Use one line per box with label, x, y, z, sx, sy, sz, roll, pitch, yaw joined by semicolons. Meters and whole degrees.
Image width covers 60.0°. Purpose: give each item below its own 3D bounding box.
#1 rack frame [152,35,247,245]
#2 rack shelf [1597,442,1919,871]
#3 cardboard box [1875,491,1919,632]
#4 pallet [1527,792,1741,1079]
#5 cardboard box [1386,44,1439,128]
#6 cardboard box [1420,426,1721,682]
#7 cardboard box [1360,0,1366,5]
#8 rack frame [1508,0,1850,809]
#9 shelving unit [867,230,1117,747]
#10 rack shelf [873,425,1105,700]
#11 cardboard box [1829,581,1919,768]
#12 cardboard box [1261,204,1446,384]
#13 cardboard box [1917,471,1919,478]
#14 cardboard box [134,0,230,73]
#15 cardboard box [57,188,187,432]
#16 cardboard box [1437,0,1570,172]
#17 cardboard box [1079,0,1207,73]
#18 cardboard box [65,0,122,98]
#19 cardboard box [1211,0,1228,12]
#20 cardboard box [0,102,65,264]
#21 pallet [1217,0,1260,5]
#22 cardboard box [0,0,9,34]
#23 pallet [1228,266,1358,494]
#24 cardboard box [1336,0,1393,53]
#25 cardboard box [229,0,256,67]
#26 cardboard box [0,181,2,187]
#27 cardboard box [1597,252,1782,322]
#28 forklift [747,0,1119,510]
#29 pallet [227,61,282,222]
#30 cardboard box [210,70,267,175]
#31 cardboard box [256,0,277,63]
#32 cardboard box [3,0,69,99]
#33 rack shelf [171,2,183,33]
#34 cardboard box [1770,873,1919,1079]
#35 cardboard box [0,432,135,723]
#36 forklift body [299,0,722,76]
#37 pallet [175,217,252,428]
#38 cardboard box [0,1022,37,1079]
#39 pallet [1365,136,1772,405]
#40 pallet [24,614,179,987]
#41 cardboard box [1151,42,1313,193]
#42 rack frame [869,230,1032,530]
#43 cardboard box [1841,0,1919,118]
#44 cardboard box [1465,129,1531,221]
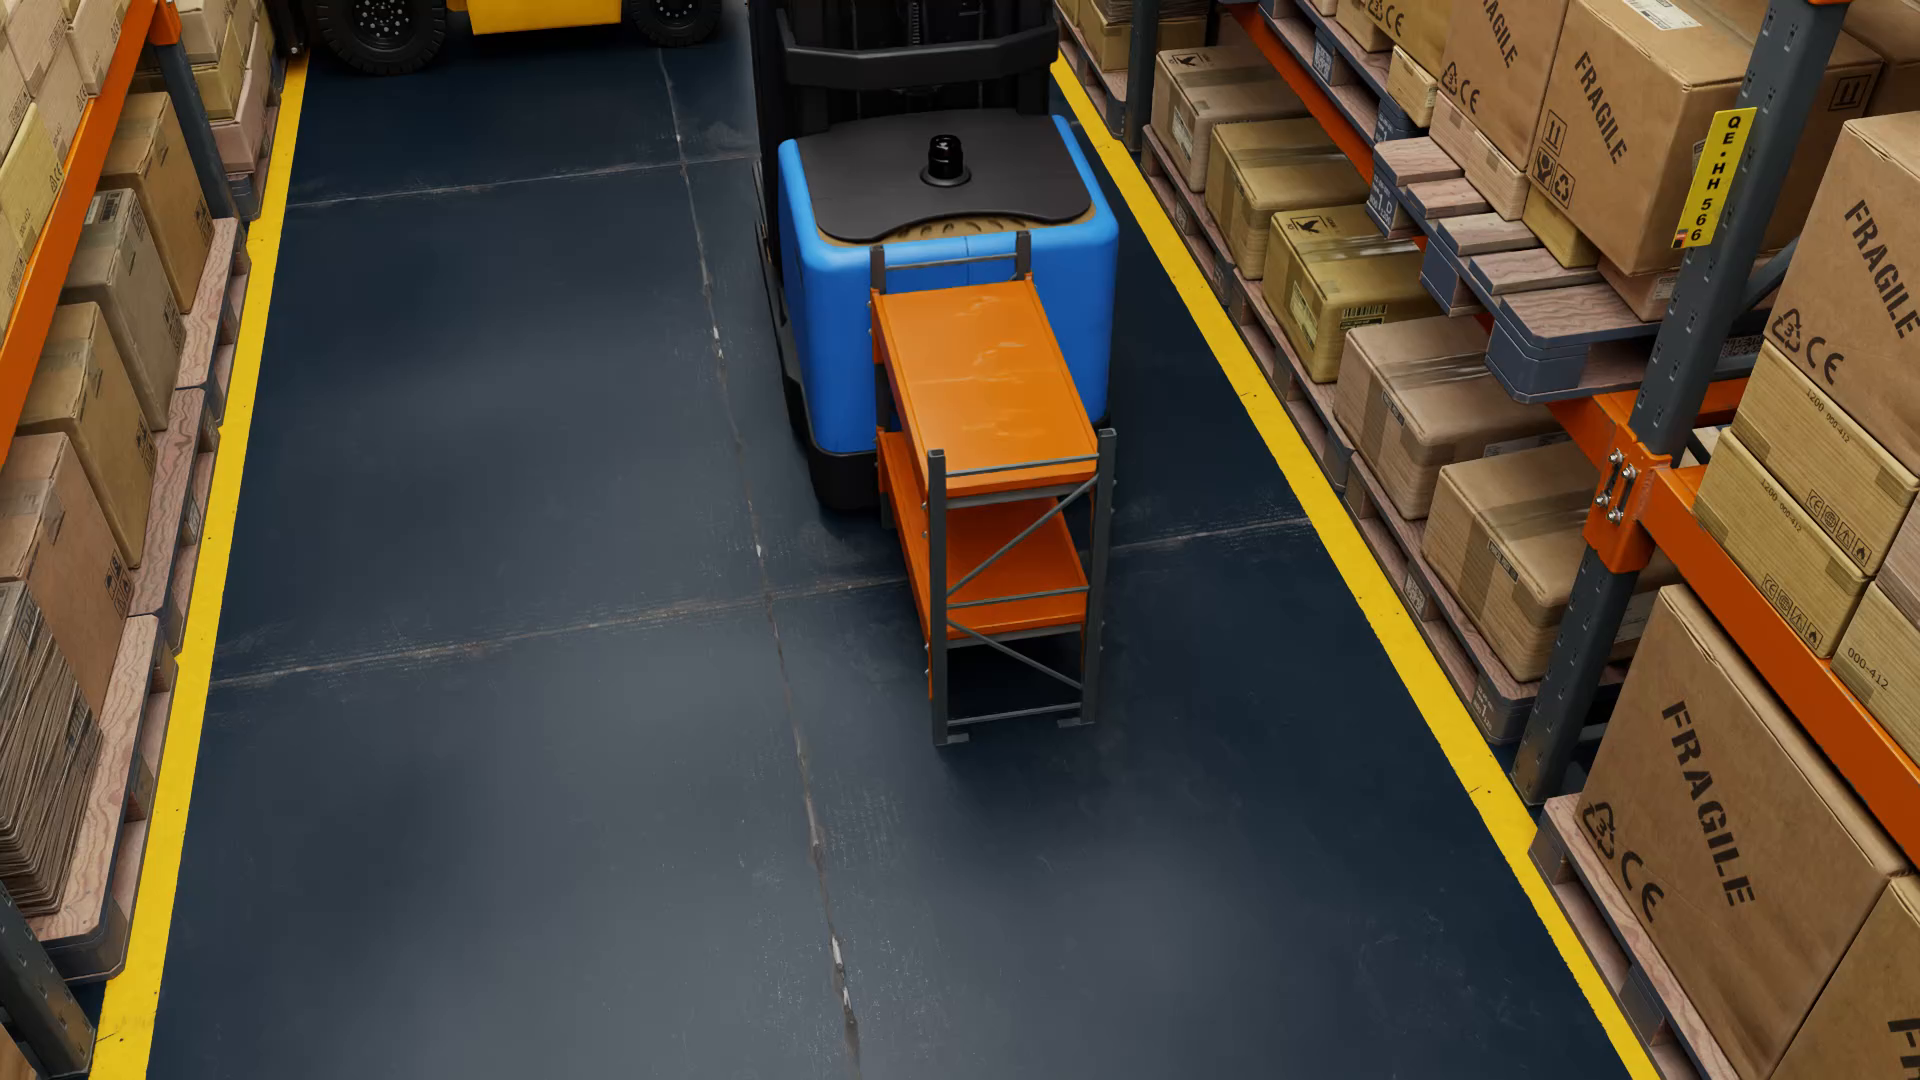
rack frame;-3.575;-2.326;6.111;1.000;3.000;0.127;-8;42;-9
rack shelf;2.566;1.118;2.772;1.077;0.370;4.000;-8;42;-9
cardboard box;2.113;0.121;3.090;0.500;0.250;0.500;-7;42;-8
pallet;2.231;1.118;4.332;1.003;0.211;1.213;-8;42;-9
cardboard box;1.488;-1.350;4.884;0.380;0.149;0.250;-8;42;-9
cardboard box;2.022;0.011;5.141;0.950;0.372;0.625;-11;43;-12
cardboard box;1.416;-2.022;5.153;0.500;0.500;0.500;-10;43;-11
rack frame;2.134;-0.447;3.994;1.000;3.000;0.127;-8;42;-9
shelving unit;0.068;-0.166;5.089;0.538;1.125;1.048;-7;42;-8
rack shelf;0.068;0.017;5.251;0.538;0.278;1.000;-7;42;-8
cardboard box;2.122;0.293;3.274;0.500;0.250;0.500;-9;42;-11
cardboard box;1.697;-0.959;6.233;0.950;0.372;0.625;-7;42;-8
cardboard box;2.118;-0.183;2.869;0.500;0.500;0.500;-8;42;-9
cardboard box;-3.373;-2.187;6.956;0.500;0.250;0.500;-9;42;-10
cardboard box;-3.291;-0.754;5.813;0.875;0.625;0.625;-9;42;-10
cardboard box;1.642;-1.341;4.386;0.500;0.500;0.500;-9;42;-10
cardboard box;0.881;-2.513;8.077;0.500;0.250;0.500;-7;42;-7
cardboard box;-3.097;-1.656;5.469;0.500;0.250;0.500;-9;42;-10
cardboard box;1.407;-2.870;7.914;0.500;0.500;0.500;-6;42;-7
cardboard box;-2.901;-0.996;4.725;0.500;0.250;0.500;-7;42;-8
pallet;1.294;-2.452;6.397;1.003;0.211;1.213;-8;42;-9
cardboard box;-2.847;-1.432;4.539;0.380;0.149;0.250;-9;42;-10
pallet;1.707;-0.700;6.380;1.003;0.211;1.213;-8;42;-9
cardboard box;1.422;-1.682;5.258;0.380;0.149;0.250;-10;42;-11
cardboard box;-3.489;-2.326;7.489;0.500;0.250;0.500;-9;42;-10
cardboard box;-2.771;-0.853;4.188;0.500;0.250;0.500;-9;42;-10
cardboard box;1.834;-0.689;4.139;0.380;0.149;0.250;-7;42;-8
forklift;-0.257;-2.188;6.007;1.130;2.935;3.031;-7;42;-8
pallet;-3.706;-1.805;7.624;1.003;0.211;1.213;-8;42;-9
cardboard box;-3.356;-1.816;7.291;0.500;0.250;0.500;-8;42;-9
cardboard box;-3.607;-2.474;8.032;0.500;0.250;0.500;-8;42;-9
cardboard box;-2.997;-1.511;4.929;0.500;0.250;0.500;-8;42;-8
rack shelf;-4.007;-3.354;7.810;1.077;0.370;4.000;-8;42;-9
cardboard box;2.391;1.229;3.390;0.875;0.875;0.875;-8;42;-9
cardboard box;-2.982;0.169;4.773;0.875;0.625;0.625;-7;42;-8
forklift body;-2.248;-3.634;8.223;2.313;2.155;1.214;-8;42;-9
pallet;-3.378;-0.811;6.505;1.003;0.211;1.213;-8;42;-9
cardboard box;-2.410;1.288;3.606;0.500;0.500;0.500;-7;42;-8
pallet;1.876;-0.822;4.561;1.213;0.211;1.003;-8;42;-9
pallet;-2.851;0.770;4.723;1.003;0.211;1.213;-8;42;-9
cardboard box;1.387;-1.875;7.265;0.950;0.372;0.625;-8;42;-9
rack frame;-0.028;-0.497;5.463;0.500;1.125;0.032;-7;42;-8
cardboard box;2.263;-1.078;4.089;0.500;0.500;0.500;-9;42;-10
cardboard box;1.607;-1.009;4.500;0.380;0.149;0.250;-9;42;-10
